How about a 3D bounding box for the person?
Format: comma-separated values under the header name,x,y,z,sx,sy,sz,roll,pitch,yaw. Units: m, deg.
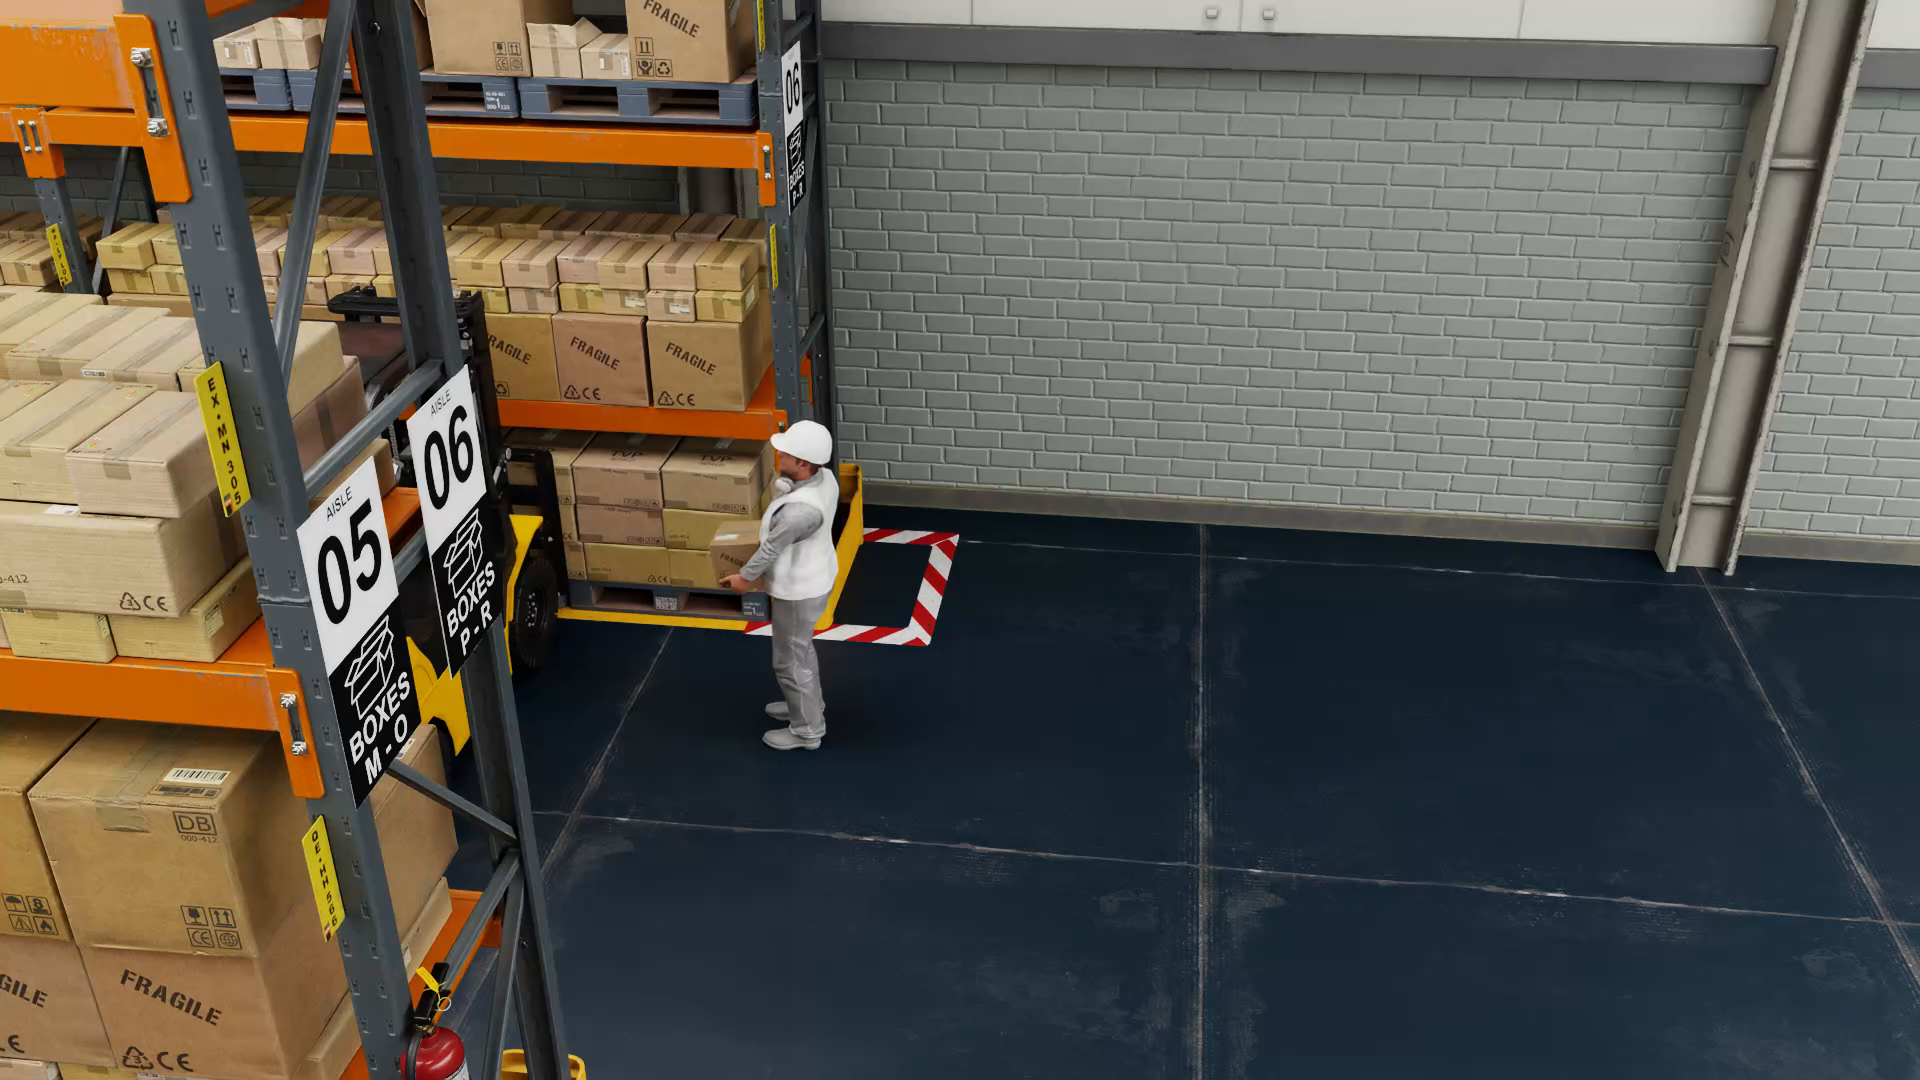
name,x,y,z,sx,sy,sz,roll,pitch,yaw
person,-0.808,0.219,8.189,0.465,1.767,0.591,2,28,3
